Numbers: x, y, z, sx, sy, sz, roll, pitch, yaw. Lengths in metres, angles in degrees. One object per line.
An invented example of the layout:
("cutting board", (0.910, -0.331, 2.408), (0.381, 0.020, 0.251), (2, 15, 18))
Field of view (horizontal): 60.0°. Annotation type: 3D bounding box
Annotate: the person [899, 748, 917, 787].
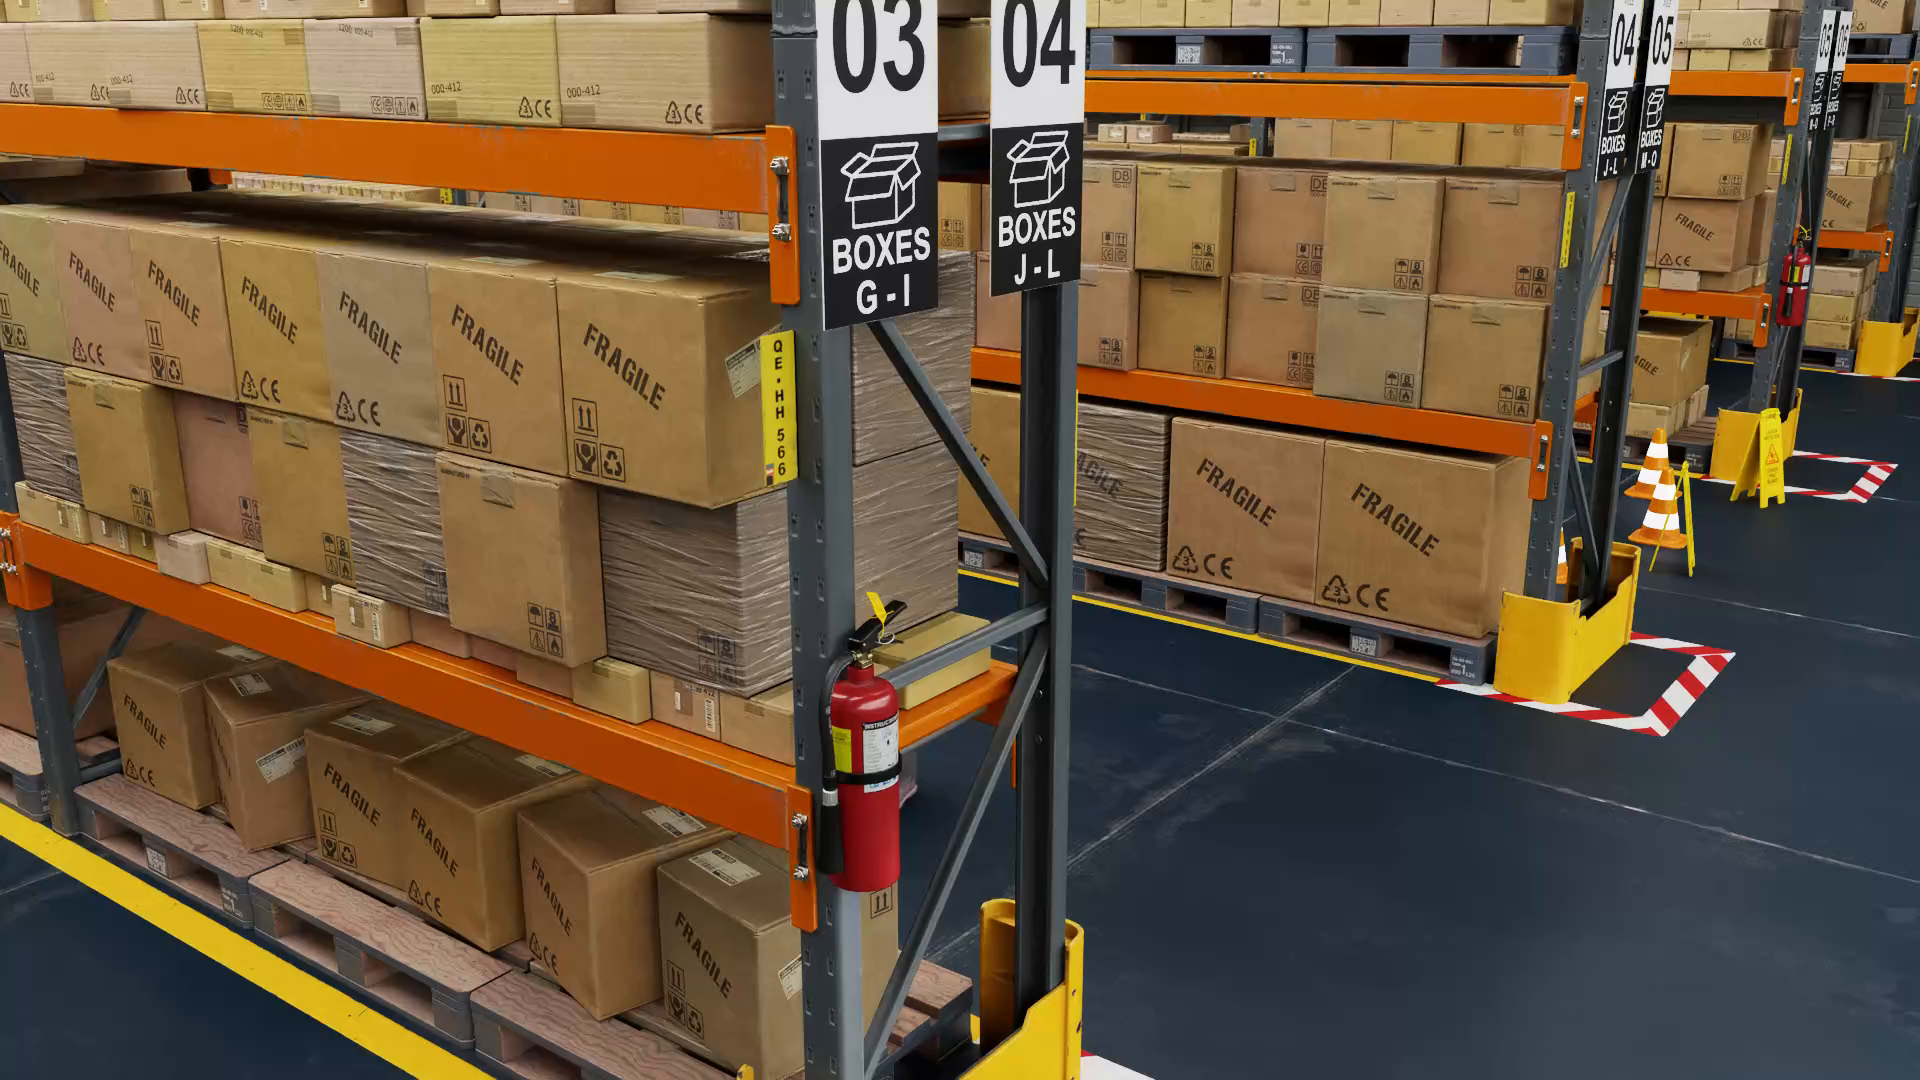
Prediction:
("person", (-0.435, 0.433, 6.578), (0.411, 1.239, 0.797), (11, 20, 34))
